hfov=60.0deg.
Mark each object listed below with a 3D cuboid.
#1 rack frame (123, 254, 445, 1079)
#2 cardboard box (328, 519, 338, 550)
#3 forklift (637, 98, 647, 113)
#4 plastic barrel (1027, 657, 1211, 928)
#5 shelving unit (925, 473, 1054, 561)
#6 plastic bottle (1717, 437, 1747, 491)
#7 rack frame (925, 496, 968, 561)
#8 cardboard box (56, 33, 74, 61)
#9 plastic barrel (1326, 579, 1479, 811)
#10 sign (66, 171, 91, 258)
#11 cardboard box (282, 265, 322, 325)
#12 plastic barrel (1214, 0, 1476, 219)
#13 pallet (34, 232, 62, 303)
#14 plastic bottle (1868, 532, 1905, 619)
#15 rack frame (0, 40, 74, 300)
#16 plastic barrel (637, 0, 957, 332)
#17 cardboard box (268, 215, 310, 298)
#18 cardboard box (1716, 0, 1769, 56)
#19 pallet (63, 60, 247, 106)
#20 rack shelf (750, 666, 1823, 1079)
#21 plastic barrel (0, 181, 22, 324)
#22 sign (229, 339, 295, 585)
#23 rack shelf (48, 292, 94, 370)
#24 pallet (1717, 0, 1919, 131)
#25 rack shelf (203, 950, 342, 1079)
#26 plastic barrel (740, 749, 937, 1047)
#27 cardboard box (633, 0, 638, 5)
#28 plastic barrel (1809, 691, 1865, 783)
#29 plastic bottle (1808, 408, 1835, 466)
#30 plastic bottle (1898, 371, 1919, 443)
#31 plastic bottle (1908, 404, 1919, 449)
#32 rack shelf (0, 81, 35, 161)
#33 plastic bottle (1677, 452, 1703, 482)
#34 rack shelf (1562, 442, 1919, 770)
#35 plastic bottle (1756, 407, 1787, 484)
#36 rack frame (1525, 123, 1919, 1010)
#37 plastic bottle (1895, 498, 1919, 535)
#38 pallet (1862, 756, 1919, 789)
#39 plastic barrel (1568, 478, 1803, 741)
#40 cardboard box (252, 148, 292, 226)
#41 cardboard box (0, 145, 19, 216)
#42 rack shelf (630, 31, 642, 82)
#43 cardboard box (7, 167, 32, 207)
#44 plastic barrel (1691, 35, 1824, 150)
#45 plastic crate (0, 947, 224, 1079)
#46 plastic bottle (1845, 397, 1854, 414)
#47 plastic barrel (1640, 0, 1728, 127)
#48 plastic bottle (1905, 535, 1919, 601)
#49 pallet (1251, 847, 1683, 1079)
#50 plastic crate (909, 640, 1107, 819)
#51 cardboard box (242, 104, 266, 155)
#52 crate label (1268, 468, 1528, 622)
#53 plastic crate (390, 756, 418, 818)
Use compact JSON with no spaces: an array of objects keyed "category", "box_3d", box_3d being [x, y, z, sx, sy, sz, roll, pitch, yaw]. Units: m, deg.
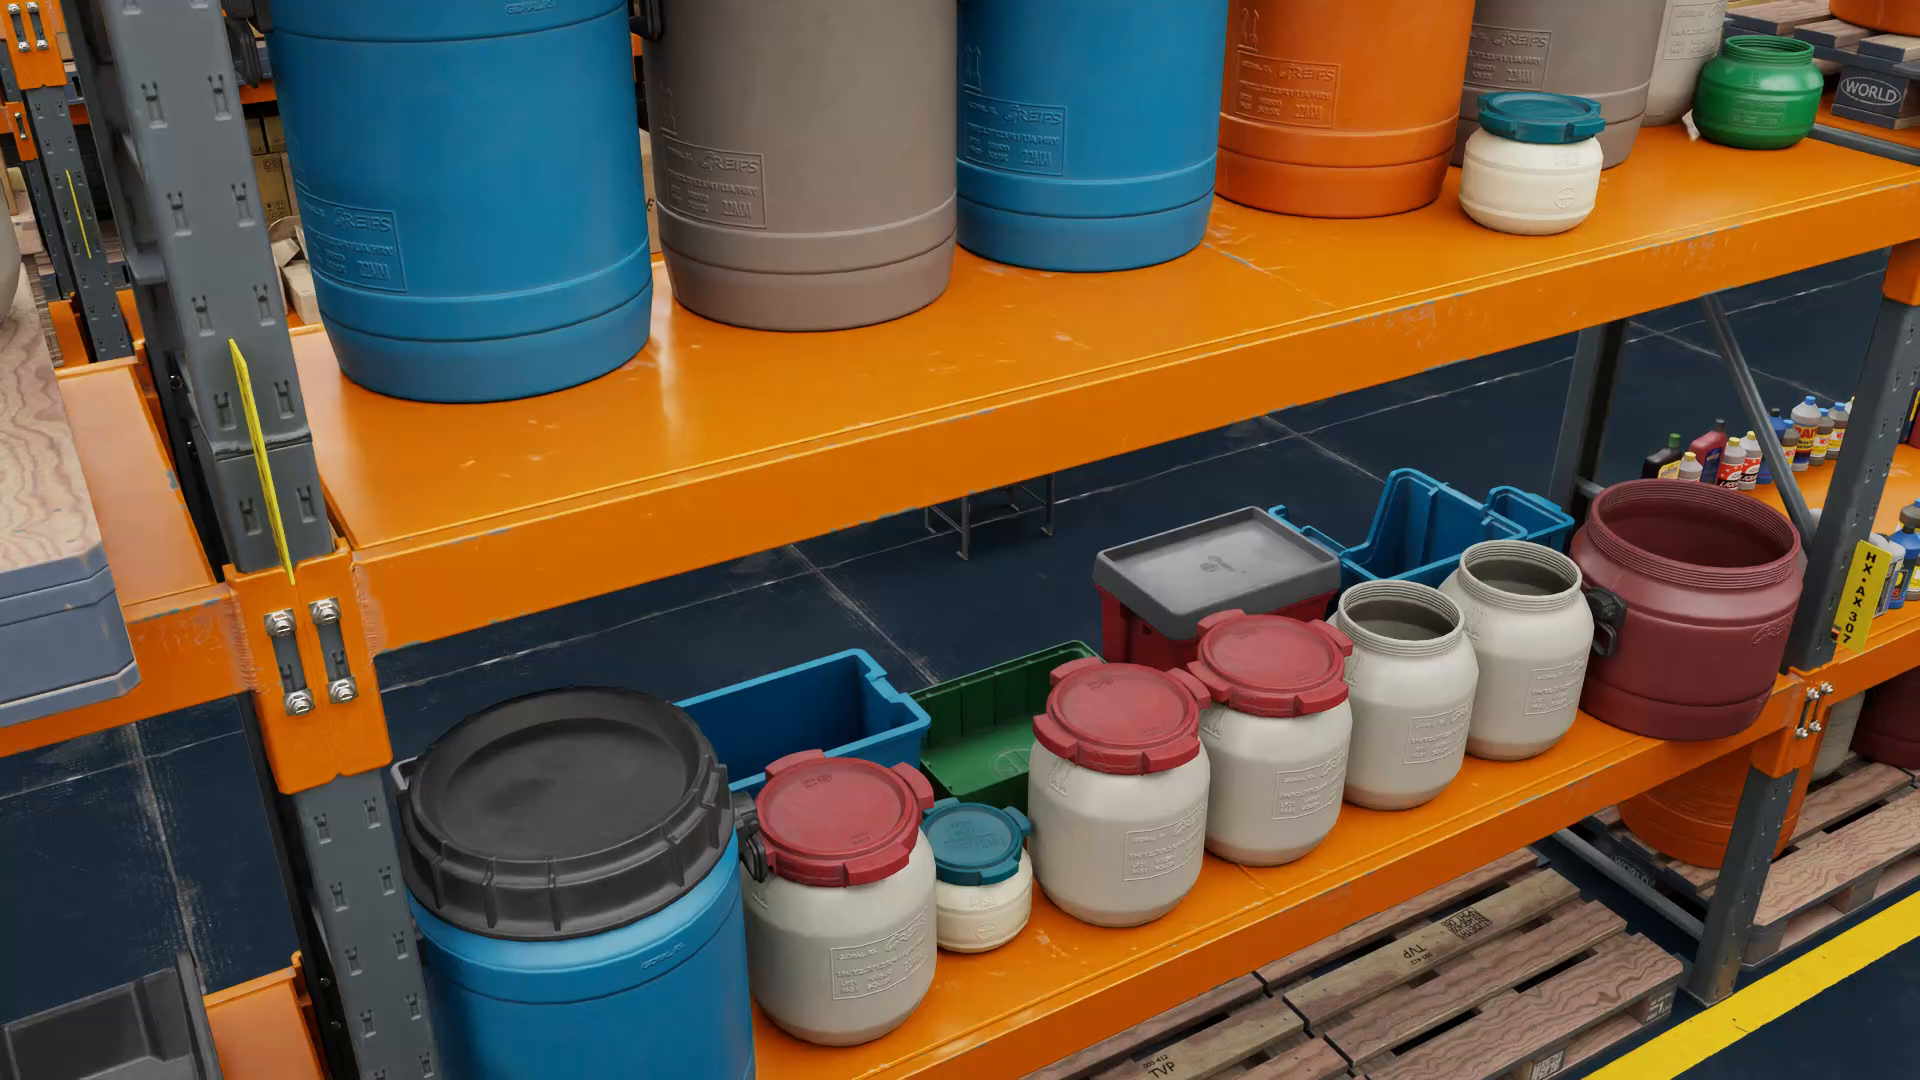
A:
[{"category":"rack frame","box_3d":[-1.198,0.985,3.361,0.127,3.000,1.000,-16,33,-26]},{"category":"cardboard box","box_3d":[-2.789,-0.180,7.882,0.500,0.250,0.500,-15,32,-25]},{"category":"forklift","box_3d":[-2.472,-3.000,10.652,1.130,2.935,3.031,17,33,27]},{"category":"plastic barrel","box_3d":[0.371,0.603,3.913,0.433,0.535,0.433,0,29,0]},{"category":"shelving unit","box_3d":[0.143,-0.960,7.816,0.503,2.100,0.431,-16,33,-26]},{"category":"plastic bottle","box_3d":[2.691,-0.261,5.825,0.097,0.201,0.097,0,29,0]},{"category":"rack frame","box_3d":[-0.068,-0.900,7.708,0.015,2.100,0.400,-16,33,-26]},{"category":"cardboard box","box_3d":[-5.761,-3.489,10.909,0.500,0.500,0.700,-16,33,-26]},{"category":"plastic barrel","box_3d":[1.109,0.401,4.304,0.421,0.512,0.421,0,29,0]},{"category":"sign","box_3d":[-3.421,-1.262,6.455,0.005,0.325,0.100,-16,33,-26]},{"category":"cardboard box","box_3d":[-2.836,-1.101,7.401,0.250,0.149,0.380,-16,33,-26]},{"category":"plastic barrel","box_3d":[0.869,-1.225,3.816,0.708,0.830,0.600,-16,33,-26]},{"category":"pallet","box_3d":[-6.778,-1.742,11.189,1.213,0.211,1.003,-16,33,-26]},{"category":"plastic bottle","box_3d":[2.788,0.089,5.113,0.135,0.276,0.152,-16,33,-26]},{"category":"rack frame","box_3d":[-6.217,-3.142,10.840,0.127,3.000,1.000,-16,33,-26]},{"category":"plastic barrel","box_3d":[-0.305,-0.923,3.195,0.600,0.901,0.600,0,29,0]},{"category":"cardboard box","box_3d":[-3.039,-1.313,7.663,0.258,0.266,0.396,-17,33,-28]},{"category":"cardboard box","box_3d":[5.081,-3.466,11.323,0.500,0.500,0.500,-16,33,-27]},{"category":"pallet","box_3d":[-5.484,-3.185,11.115,1.213,0.211,1.003,-16,33,-26]},{"category":"rack shelf","box_3d":[0.527,0.810,4.422,4.000,0.370,1.077,-16,33,-26]},{"category":"plastic barrel","box_3d":[-1.668,-0.538,2.465,0.421,0.512,0.421,0,29,0]},{"category":"sign","box_3d":[-0.929,-0.101,2.214,0.005,0.325,0.100,-16,33,-26]},{"category":"rack shelf","box_3d":[-5.428,-0.275,6.389,4.000,0.370,1.077,-16,33,-26]},{"category":"pallet","box_3d":[2.960,-1.371,4.722,1.213,0.211,1.003,-16,33,-26]},{"category":"rack shelf","box_3d":[-2.922,1.789,2.648,4.000,0.370,1.077,-16,33,-26]},{"category":"plastic barrel","box_3d":[-0.262,0.782,3.587,0.433,0.535,0.433,0,29,0]},{"category":"cardboard box","box_3d":[-2.220,-4.317,12.535,0.500,0.500,0.500,-15,32,-25]},{"category":"plastic barrel","box_3d":[3.106,0.609,6.183,0.421,0.512,0.421,0,29,0]},{"category":"plastic bottle","box_3d":[3.111,-0.380,6.040,0.097,0.201,0.097,0,29,0]},{"category":"plastic bottle","box_3d":[3.527,-0.551,6.195,0.185,0.351,0.144,-16,33,-26]},{"category":"plastic bottle","box_3d":[3.601,-0.485,6.145,0.133,0.283,0.061,-16,33,-26]},{"category":"rack shelf","box_3d":[-7.941,-2.338,10.126,4.000,0.370,1.077,-16,33,-26]},{"category":"plastic bottle","box_3d":[2.492,-0.205,5.722,0.097,0.201,0.097,0,29,0]},{"category":"rack shelf","box_3d":[3.975,-0.169,6.196,4.000,0.370,1.077,-16,33,-26]},{"category":"plastic bottle","box_3d":[2.859,-0.340,5.894,0.097,0.271,0.097,0,29,0]},{"category":"rack frame","box_3d":[2.251,0.006,5.135,0.127,3.000,1.000,-16,33,-26]},{"category":"plastic bottle","box_3d":[3.107,-0.039,5.422,0.097,0.201,0.097,0,29,0]},{"category":"pallet","box_3d":[3.960,0.719,6.728,1.213,0.211,1.003,-16,33,-26]},{"category":"plastic barrel","box_3d":[2.004,0.186,4.668,0.708,0.536,0.600,-16,33,-26]},{"category":"cardboard box","box_3d":[-5.171,-2.575,11.943,0.500,0.500,0.700,-17,33,-27]},{"category":"cardboard box","box_3d":[-4.083,-1.580,6.563,0.500,0.500,0.700,-16,33,-26]},{"category":"rack shelf","box_3d":[-1.044,-4.296,13.675,4.000,0.370,1.077,-16,33,-26]},{"category":"cardboard box","box_3d":[-4.034,-1.422,6.948,0.250,0.149,0.380,-16,33,-26]},{"category":"plastic barrel","box_3d":[2.064,-1.158,4.300,0.294,0.245,0.294,0,29,0]},{"category":"plastic crate","box_3d":[-1.713,1.087,3.240,0.504,0.338,0.767,-16,33,-26]},{"category":"plastic bottle","box_3d":[3.279,-0.428,6.127,0.097,0.201,0.097,0,29,0]},{"category":"plastic barrel","box_3d":[1.828,-1.408,4.477,0.421,0.512,0.421,0,29,0]},{"category":"plastic bottle","box_3d":[2.986,0.081,5.205,0.097,0.201,0.097,0,29,0]},{"category":"pallet","box_3d":[1.563,1.400,5.495,1.213,0.211,1.003,-16,33,-26]},{"category":"plastic crate","box_3d":[0.161,0.534,4.398,0.662,0.188,0.450,-16,33,-26]},{"category":"cardboard box","box_3d":[-5.213,-2.865,11.693,0.500,0.250,0.500,-17,33,-27]},{"category":"crate label","box_3d":[1.257,0.121,4.890,0.616,0.435,0.502,-16,33,-26]},{"category":"plastic crate","box_3d":[-0.935,0.711,3.791,0.583,0.464,0.402,-16,33,-26]}]
